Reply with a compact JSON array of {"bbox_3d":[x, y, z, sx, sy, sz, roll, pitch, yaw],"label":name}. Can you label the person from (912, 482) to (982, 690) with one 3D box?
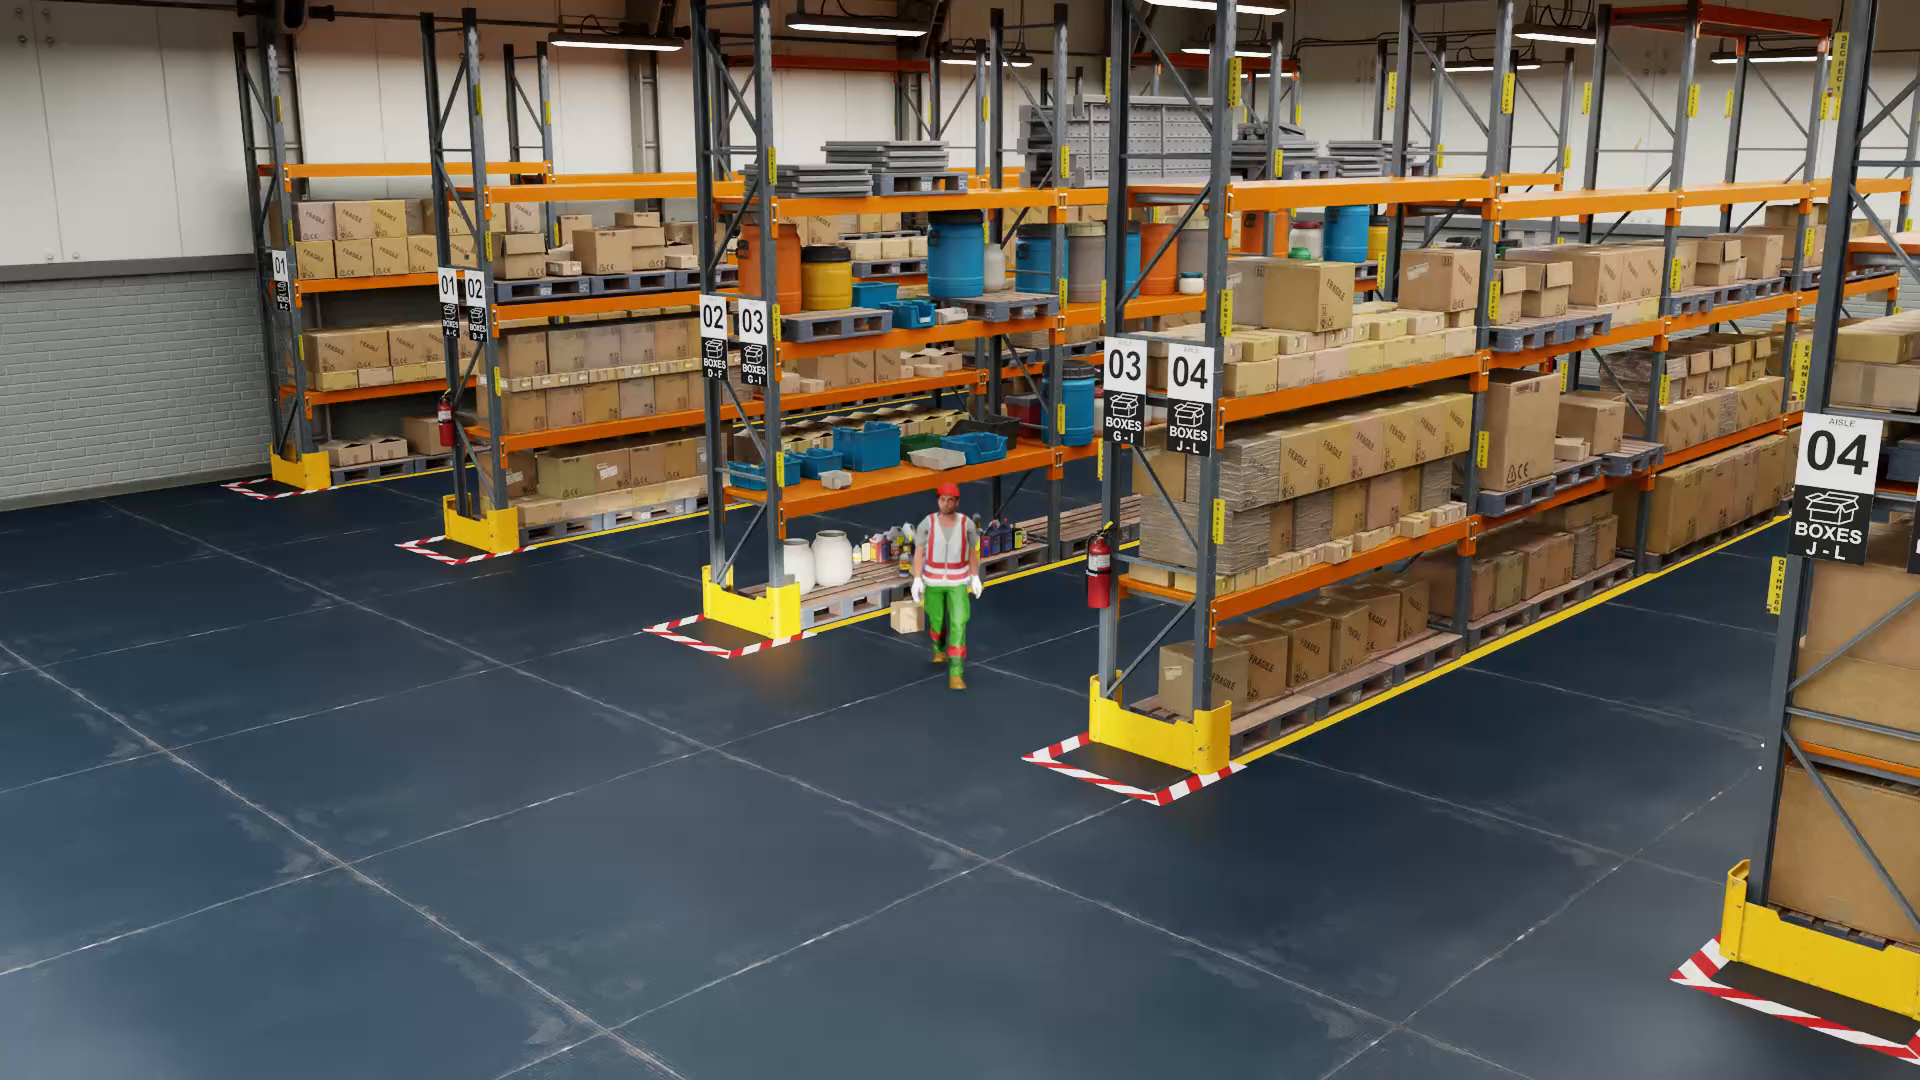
[{"bbox_3d":[-0.116,0.367,14.413,0.586,1.731,1.085,1,14,4],"label":"person"}]
